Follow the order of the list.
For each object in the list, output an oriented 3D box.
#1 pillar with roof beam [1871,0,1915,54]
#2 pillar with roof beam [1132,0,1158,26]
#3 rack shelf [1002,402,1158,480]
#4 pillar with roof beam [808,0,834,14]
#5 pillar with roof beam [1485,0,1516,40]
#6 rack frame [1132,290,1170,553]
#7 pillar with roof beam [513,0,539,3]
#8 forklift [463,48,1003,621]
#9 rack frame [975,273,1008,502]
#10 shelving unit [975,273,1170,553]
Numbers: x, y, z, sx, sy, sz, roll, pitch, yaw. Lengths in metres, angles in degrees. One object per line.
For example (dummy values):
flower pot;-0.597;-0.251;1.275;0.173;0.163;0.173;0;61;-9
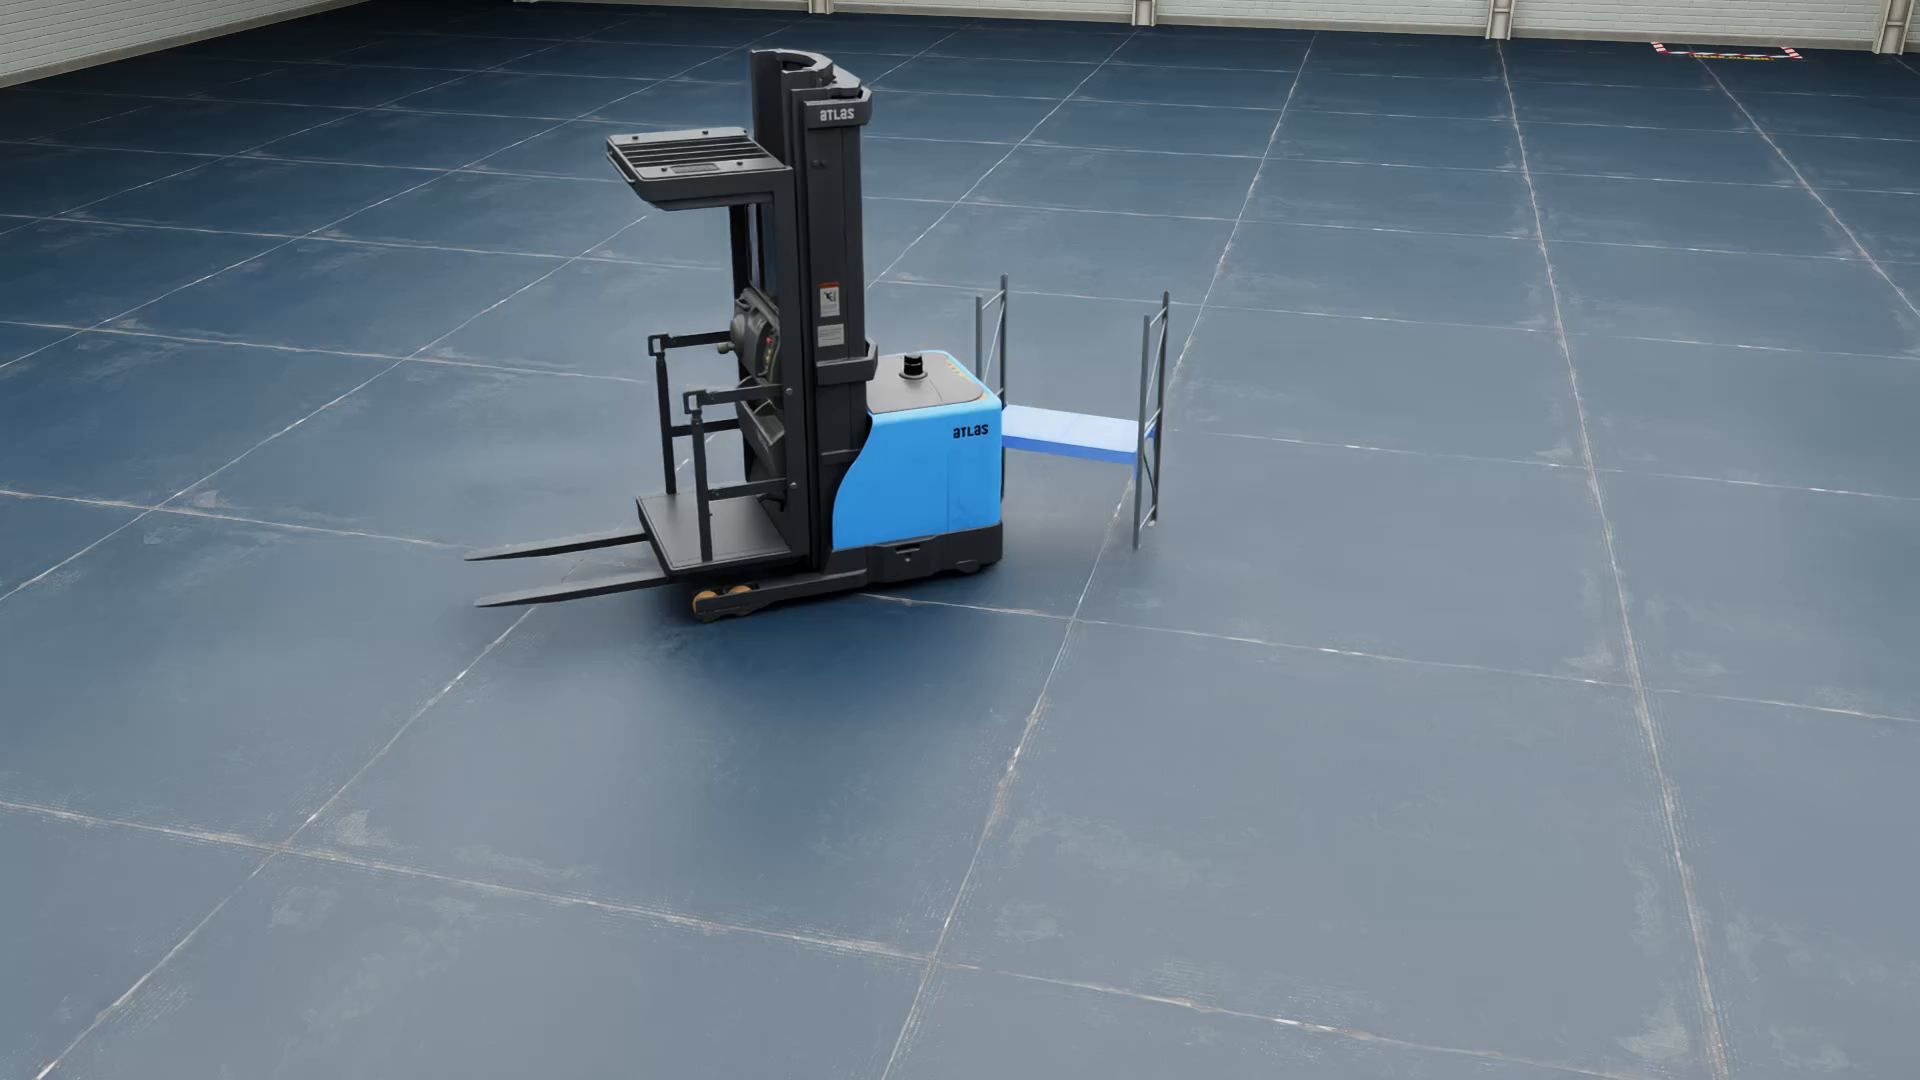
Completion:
pillar with roof beam;13.803;-10.098;20.993;0.400;9.000;9.100;6;26;13
pillar with roof beam;2.181;-11.383;23.691;0.400;9.000;9.100;6;26;13
rack shelf;0.669;-0.616;10.217;1.000;0.185;0.538;9;27;18
pillar with roof beam;-3.630;-12.025;25.040;0.400;9.000;9.100;6;26;13
pillar with roof beam;7.992;-10.741;22.342;0.400;9.000;9.100;6;26;13
rack frame;1.146;-0.703;9.981;0.032;1.500;0.500;9;27;18
pillar with roof beam;-9.441;-12.668;26.389;0.400;9.000;9.100;6;26;13
forklift;-1.319;-1.125;9.203;3.031;2.935;1.130;-9;27;-18
rack frame;0.192;-0.854;10.299;0.032;1.500;0.500;9;27;18
shelving unit;0.669;-0.778;10.140;1.048;1.500;0.538;9;27;18
